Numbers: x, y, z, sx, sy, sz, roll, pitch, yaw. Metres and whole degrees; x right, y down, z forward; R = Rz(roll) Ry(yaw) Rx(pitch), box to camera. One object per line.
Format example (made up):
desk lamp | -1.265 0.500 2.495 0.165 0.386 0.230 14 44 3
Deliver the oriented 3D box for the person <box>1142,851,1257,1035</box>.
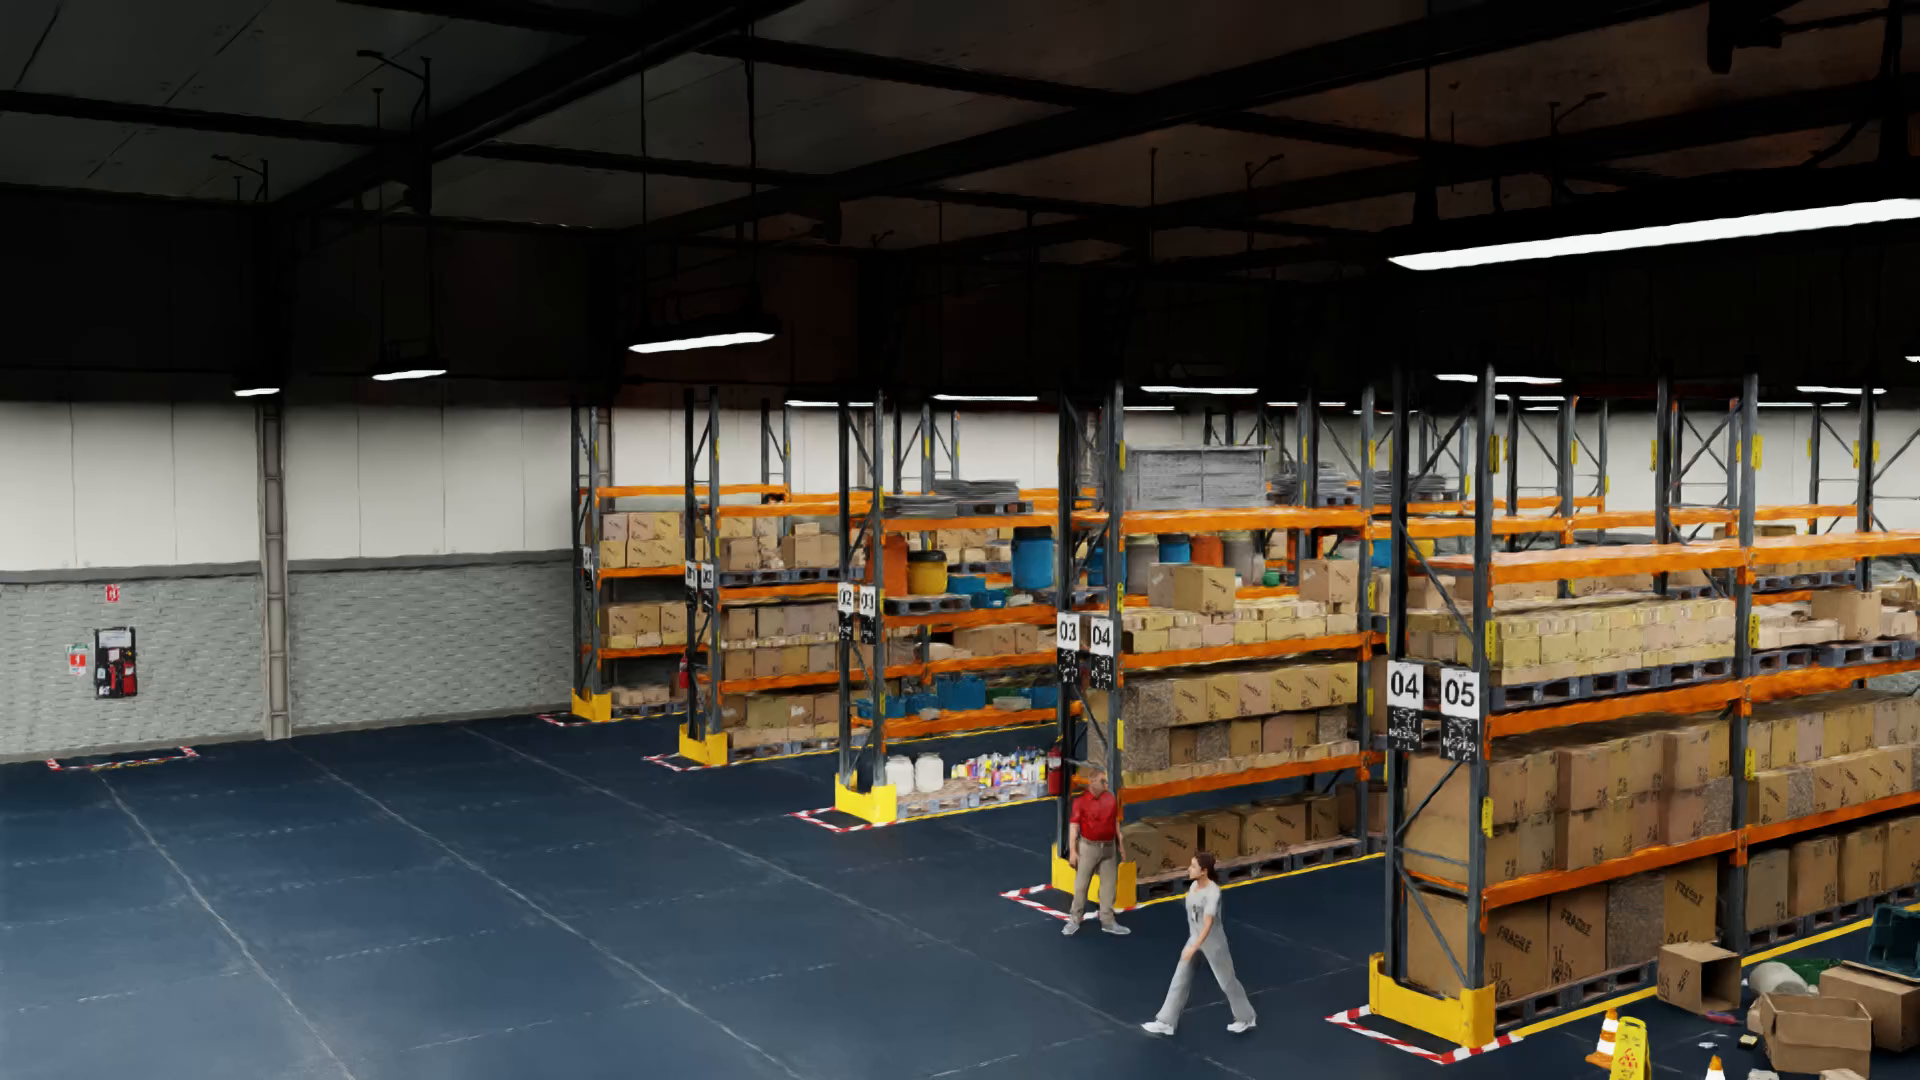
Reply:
person | 2.102 3.481 14.363 1.019 1.603 0.445 -2 4 -25

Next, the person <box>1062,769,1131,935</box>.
person | 1.395 3.248 17.359 0.676 1.728 0.467 -2 4 -25
